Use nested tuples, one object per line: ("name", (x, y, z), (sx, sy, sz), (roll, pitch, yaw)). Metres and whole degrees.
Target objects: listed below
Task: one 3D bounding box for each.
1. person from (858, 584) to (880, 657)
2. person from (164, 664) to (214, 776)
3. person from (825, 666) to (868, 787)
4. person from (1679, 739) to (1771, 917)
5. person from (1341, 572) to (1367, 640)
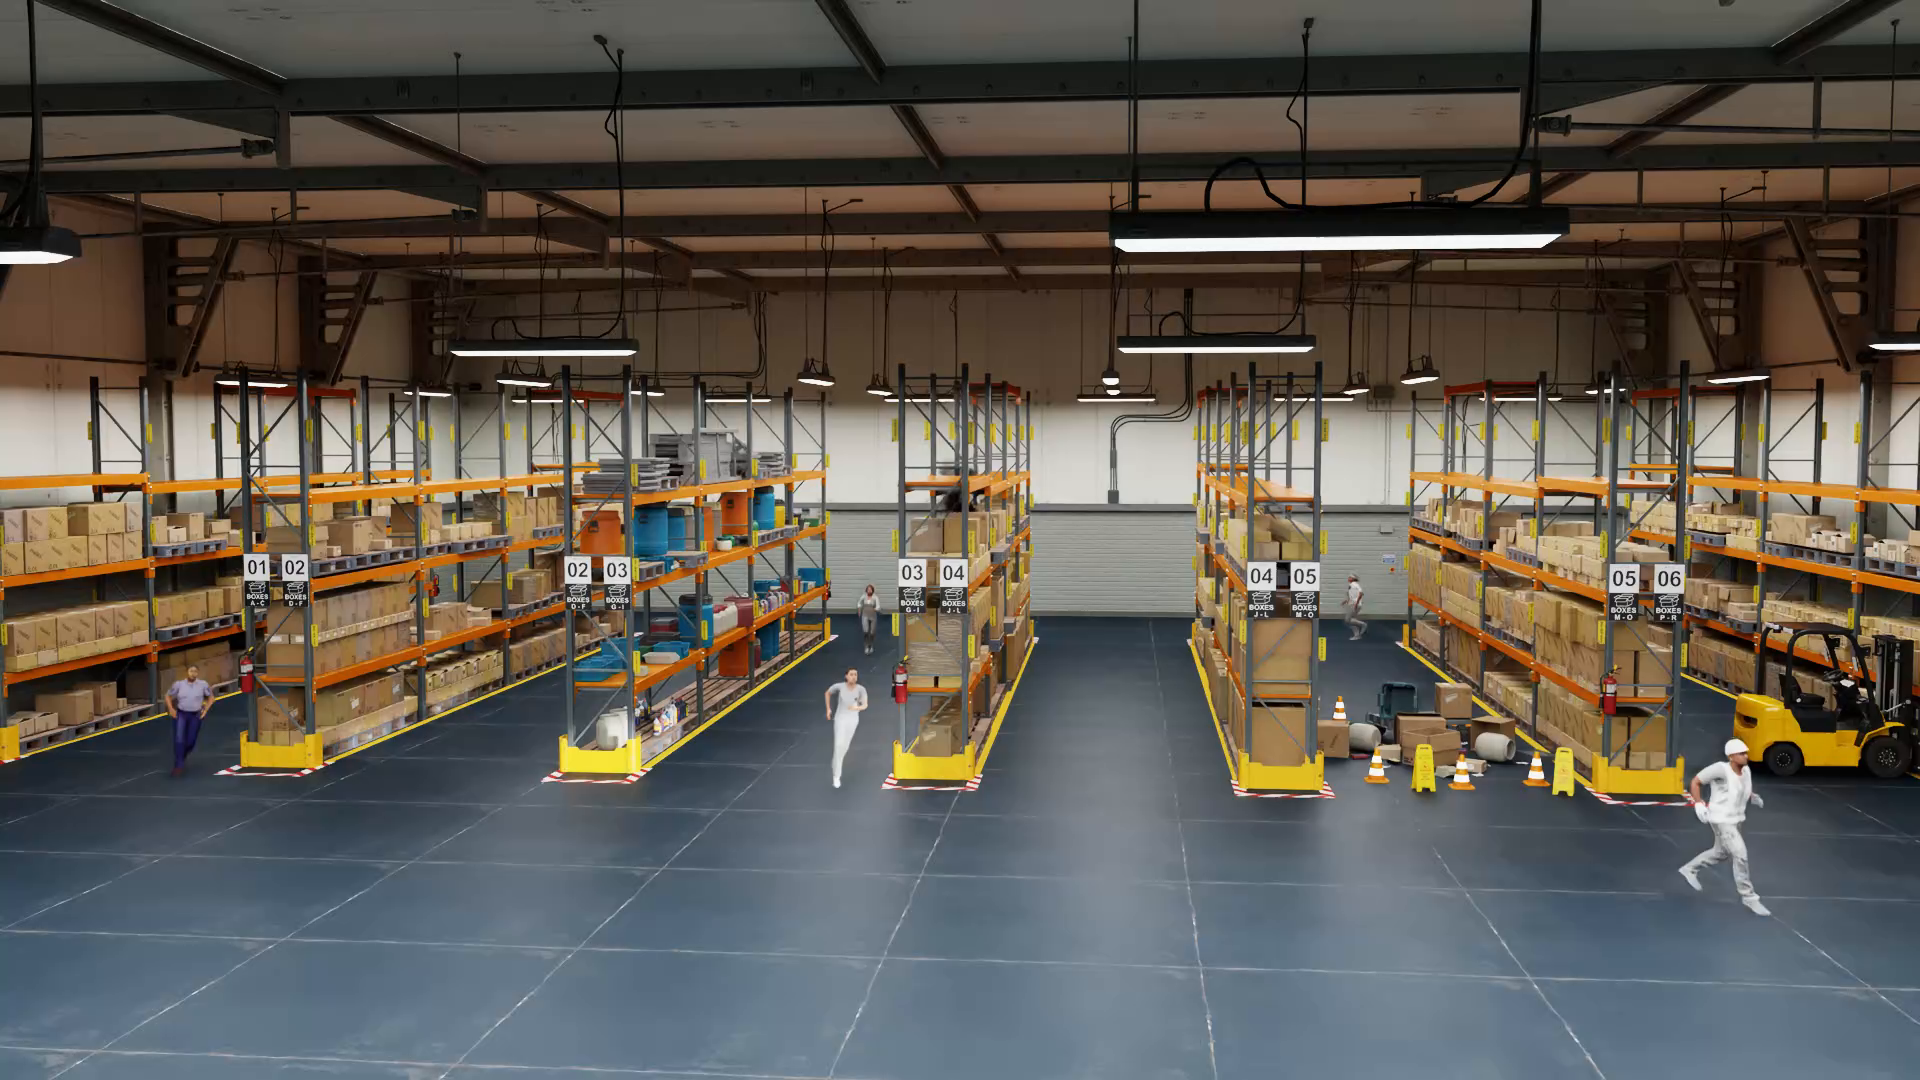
("person", (-2.044, 1.803, 37.422), (0.499, 1.616, 0.761), (0, 4, -5))
("person", (-11.419, 2.637, 24.662), (0.672, 1.609, 0.660), (-2, 4, -28))
("person", (-1.632, 2.674, 23.943), (0.578, 1.705, 0.812), (-1, 4, -17))
("person", (8.093, 2.982, 17.590), (0.711, 1.795, 1.037), (-2, 4, -33))
("person", (9.566, 1.600, 40.322), (0.624, 1.667, 0.607), (0, 4, 8))
